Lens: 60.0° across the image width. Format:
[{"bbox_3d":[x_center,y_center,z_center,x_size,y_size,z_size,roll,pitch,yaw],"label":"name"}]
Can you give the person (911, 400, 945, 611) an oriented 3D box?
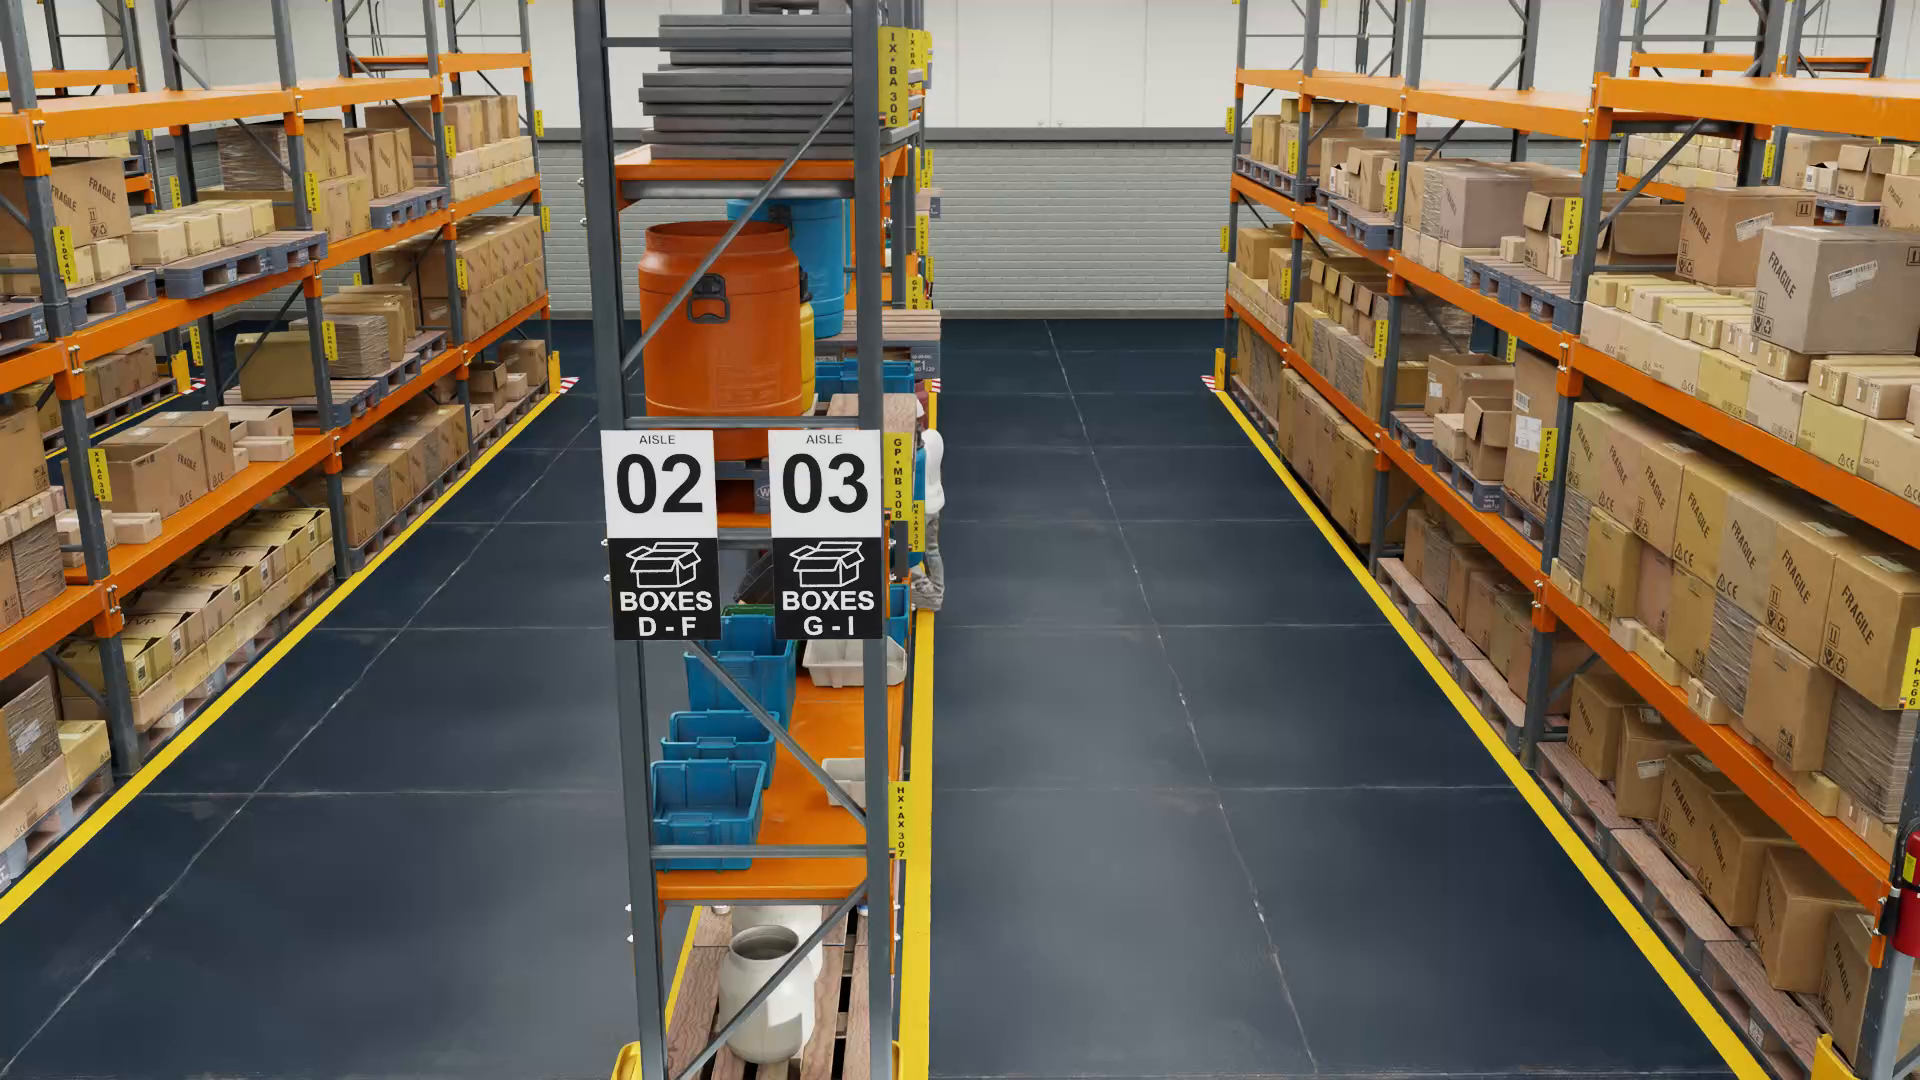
[{"bbox_3d":[-0.375,-0.253,13.273,0.465,1.787,0.545,5,18,16],"label":"person"}]
